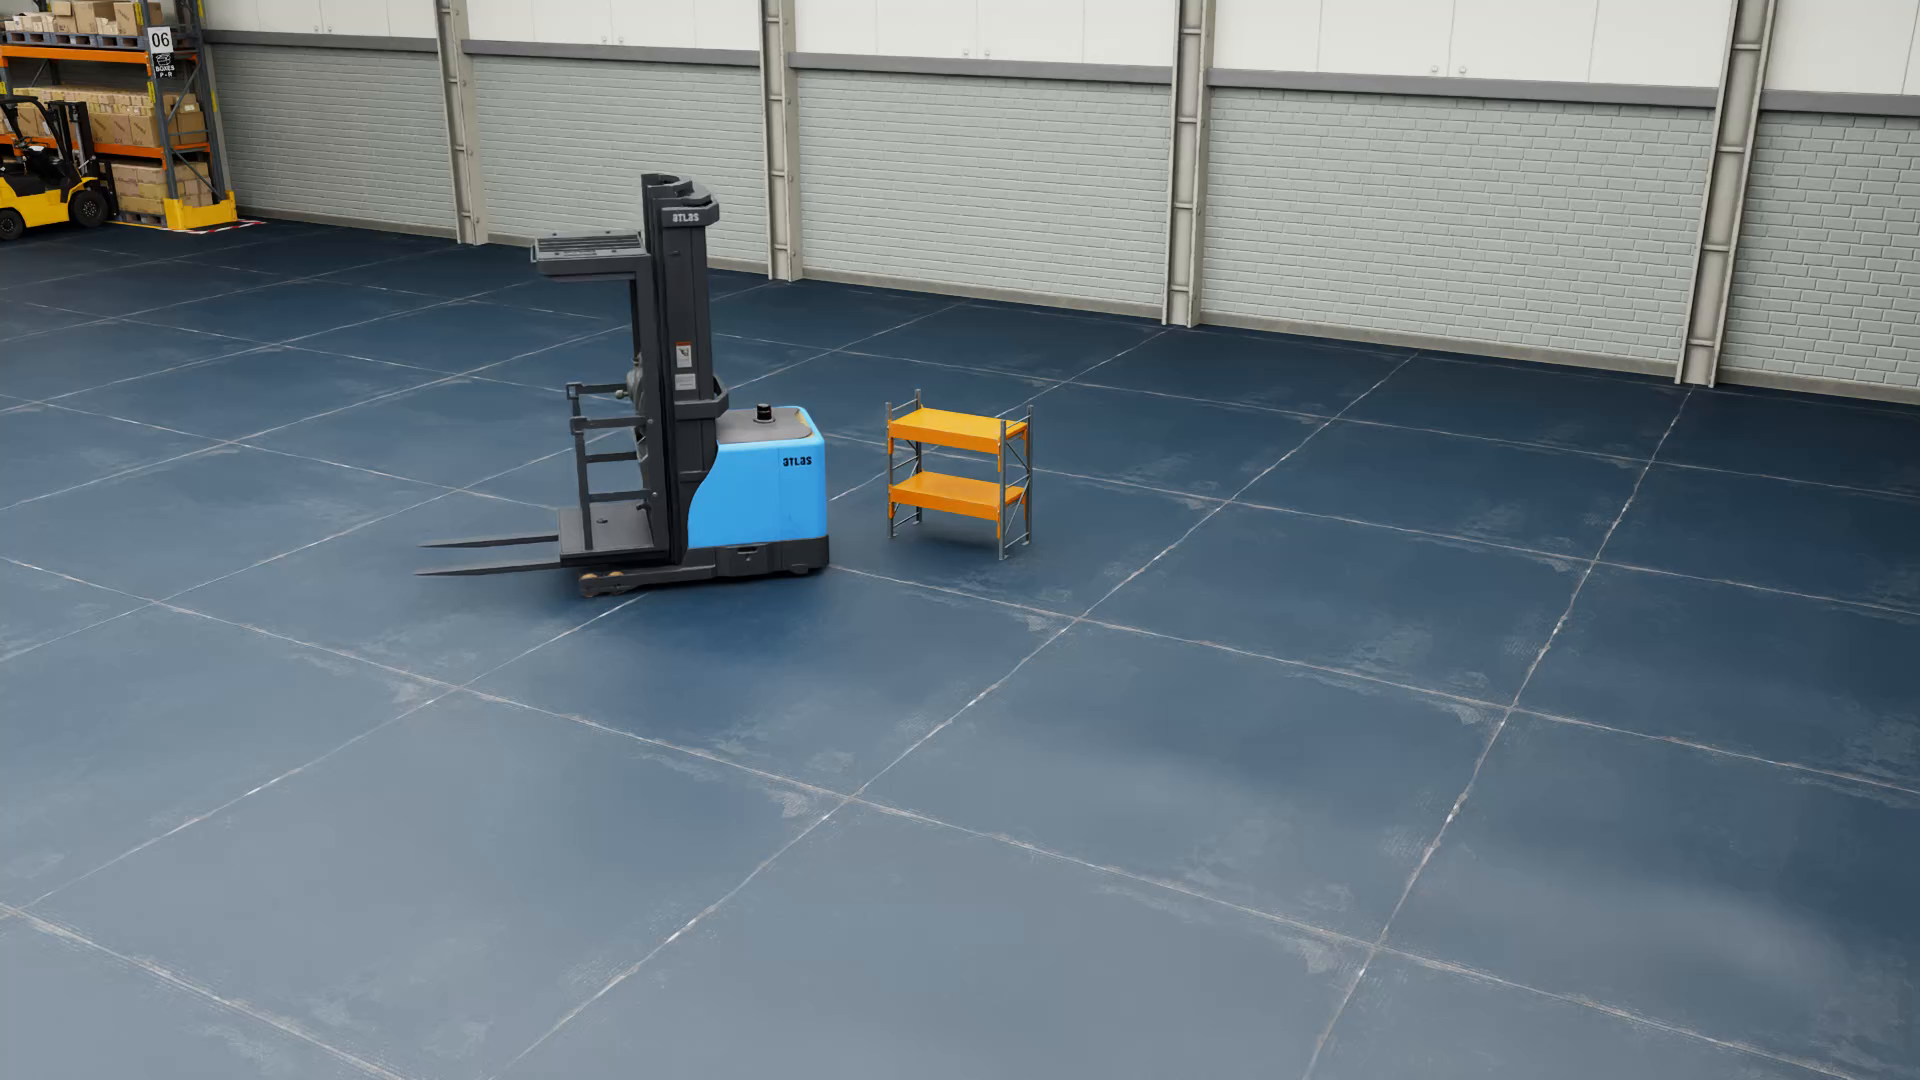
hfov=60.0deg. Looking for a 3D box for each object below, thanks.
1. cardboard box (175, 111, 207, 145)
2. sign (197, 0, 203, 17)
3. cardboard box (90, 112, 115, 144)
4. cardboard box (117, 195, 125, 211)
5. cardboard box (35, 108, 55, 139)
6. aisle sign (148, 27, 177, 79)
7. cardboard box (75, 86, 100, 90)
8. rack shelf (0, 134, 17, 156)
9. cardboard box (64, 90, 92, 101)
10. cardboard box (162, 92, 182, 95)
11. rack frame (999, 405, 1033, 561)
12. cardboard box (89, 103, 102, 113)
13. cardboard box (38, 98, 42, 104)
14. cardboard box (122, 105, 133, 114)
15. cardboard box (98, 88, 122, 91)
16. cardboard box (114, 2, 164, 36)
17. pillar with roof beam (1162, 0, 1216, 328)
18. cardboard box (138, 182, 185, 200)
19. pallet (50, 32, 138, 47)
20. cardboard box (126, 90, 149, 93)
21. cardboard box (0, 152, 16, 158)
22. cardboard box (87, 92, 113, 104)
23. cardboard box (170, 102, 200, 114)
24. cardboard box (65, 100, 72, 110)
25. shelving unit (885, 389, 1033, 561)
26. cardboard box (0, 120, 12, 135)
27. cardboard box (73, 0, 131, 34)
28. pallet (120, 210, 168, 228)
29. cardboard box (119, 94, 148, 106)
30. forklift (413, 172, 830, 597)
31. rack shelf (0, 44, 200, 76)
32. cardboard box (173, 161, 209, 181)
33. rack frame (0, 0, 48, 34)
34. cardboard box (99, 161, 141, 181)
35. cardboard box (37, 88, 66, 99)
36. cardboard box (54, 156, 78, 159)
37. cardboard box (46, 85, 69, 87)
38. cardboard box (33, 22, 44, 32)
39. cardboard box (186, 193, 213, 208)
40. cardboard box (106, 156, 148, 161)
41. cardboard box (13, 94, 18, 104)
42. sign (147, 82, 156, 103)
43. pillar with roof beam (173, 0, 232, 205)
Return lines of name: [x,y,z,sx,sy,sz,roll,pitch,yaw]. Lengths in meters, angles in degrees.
cardboard box: [-13.072,-6.946,27.968,0.500,0.500,0.500,12,23,29]
sign: [-12.499,-8.756,27.309,0.005,0.325,0.100,11,23,27]
cardboard box: [-14.229,-6.959,28.004,0.500,0.500,0.500,10,22,26]
cardboard box: [-14.202,-5.794,28.356,0.500,0.250,0.500,11,23,28]
cardboard box: [-15.545,-7.213,28.704,0.500,0.500,0.500,11,23,28]
aisle sign: [-12.861,-7.858,26.816,0.004,0.787,0.394,11,23,27]
cardboard box: [-15.156,-7.811,28.965,0.250,0.149,0.380,10,22,26]
rack shelf: [-18.013,-7.394,30.404,4.000,0.370,1.077,11,23,27]
cardboard box: [-14.971,-7.559,28.271,0.250,0.149,0.380,11,23,27]
cardboard box: [-13.166,-7.408,27.855,0.250,0.149,0.380,12,23,29]
rack frame: [0.438,-0.445,12.943,0.032,1.125,0.500,11,23,27]
cardboard box: [-14.347,-7.266,27.900,0.250,0.149,0.380,11,23,28]
cardboard box: [-15.650,-7.542,28.661,0.250,0.149,0.380,11,23,27]
cardboard box: [-13.649,-7.155,27.594,0.250,0.149,0.380,11,23,28]
cardboard box: [-14.533,-7.654,28.532,0.250,0.149,0.380,12,23,29]
cardboard box: [-13.281,-8.437,26.916,0.500,0.500,0.500,12,23,29]
pillar with roof beam: [0.671,-5.663,15.781,0.400,9.000,9.100,11,23,27]
cardboard box: [-13.353,-5.862,27.809,0.500,0.250,0.500,10,22,27]
pallet: [-14.449,-8.430,27.938,1.213,0.211,1.003,11,23,27]
cardboard box: [-13.865,-7.520,28.164,0.250,0.149,0.380,12,23,29]
cardboard box: [-17.402,-6.695,30.290,0.625,0.625,0.875,11,22,27]
cardboard box: [-14.354,-7.405,27.846,0.250,0.149,0.380,11,23,28]
cardboard box: [-12.945,-7.220,27.771,0.250,0.149,0.380,10,22,26]
cardboard box: [-15.014,-7.398,28.264,0.250,0.149,0.380,10,22,26]
shelving unit: [-0.006,-0.530,13.176,1.048,1.125,0.538,11,23,27]
cardboard box: [-16.835,-7.335,29.406,0.500,0.250,0.500,11,23,29]
cardboard box: [-14.126,-8.637,27.468,0.500,0.500,0.700,11,23,28]
pallet: [-13.463,-5.538,28.322,1.213,0.211,1.003,11,23,27]
cardboard box: [-13.663,-7.290,27.529,0.250,0.149,0.380,11,23,28]
forklift: [-2.567,-1.158,12.259,3.031,2.935,1.130,-5,21,-13]
rack shelf: [-14.521,-8.139,28.059,4.000,0.370,1.077,11,23,27]
cardboard box: [-13.103,-6.245,28.133,0.500,0.250,0.500,10,22,26]
rack frame: [-16.267,-10.219,28.341,0.127,3.000,1.000,11,23,27]
cardboard box: [-14.224,-6.257,28.165,0.500,0.250,0.500,11,23,28]
cardboard box: [-15.635,-7.693,28.641,0.250,0.149,0.380,10,22,26]
cardboard box: [-15.557,-6.512,28.869,0.500,0.250,0.500,11,23,27]
cardboard box: [-15.841,-7.928,29.287,0.250,0.149,0.380,11,23,27]
cardboard box: [-15.353,-8.643,28.000,0.250,0.149,0.380,12,23,29]
cardboard box: [-13.109,-5.779,28.313,0.500,0.250,0.500,11,23,28]
cardboard box: [-14.416,-6.501,28.838,0.500,0.250,0.500,10,22,26]
cardboard box: [-16.674,-7.742,29.211,0.250,0.149,0.380,12,23,29]
sign: [-13.052,-7.230,26.854,0.005,0.325,0.100,11,23,27]
pillar with roof beam: [-15.043,-8.657,24.033,0.400,9.000,9.100,11,23,27]
